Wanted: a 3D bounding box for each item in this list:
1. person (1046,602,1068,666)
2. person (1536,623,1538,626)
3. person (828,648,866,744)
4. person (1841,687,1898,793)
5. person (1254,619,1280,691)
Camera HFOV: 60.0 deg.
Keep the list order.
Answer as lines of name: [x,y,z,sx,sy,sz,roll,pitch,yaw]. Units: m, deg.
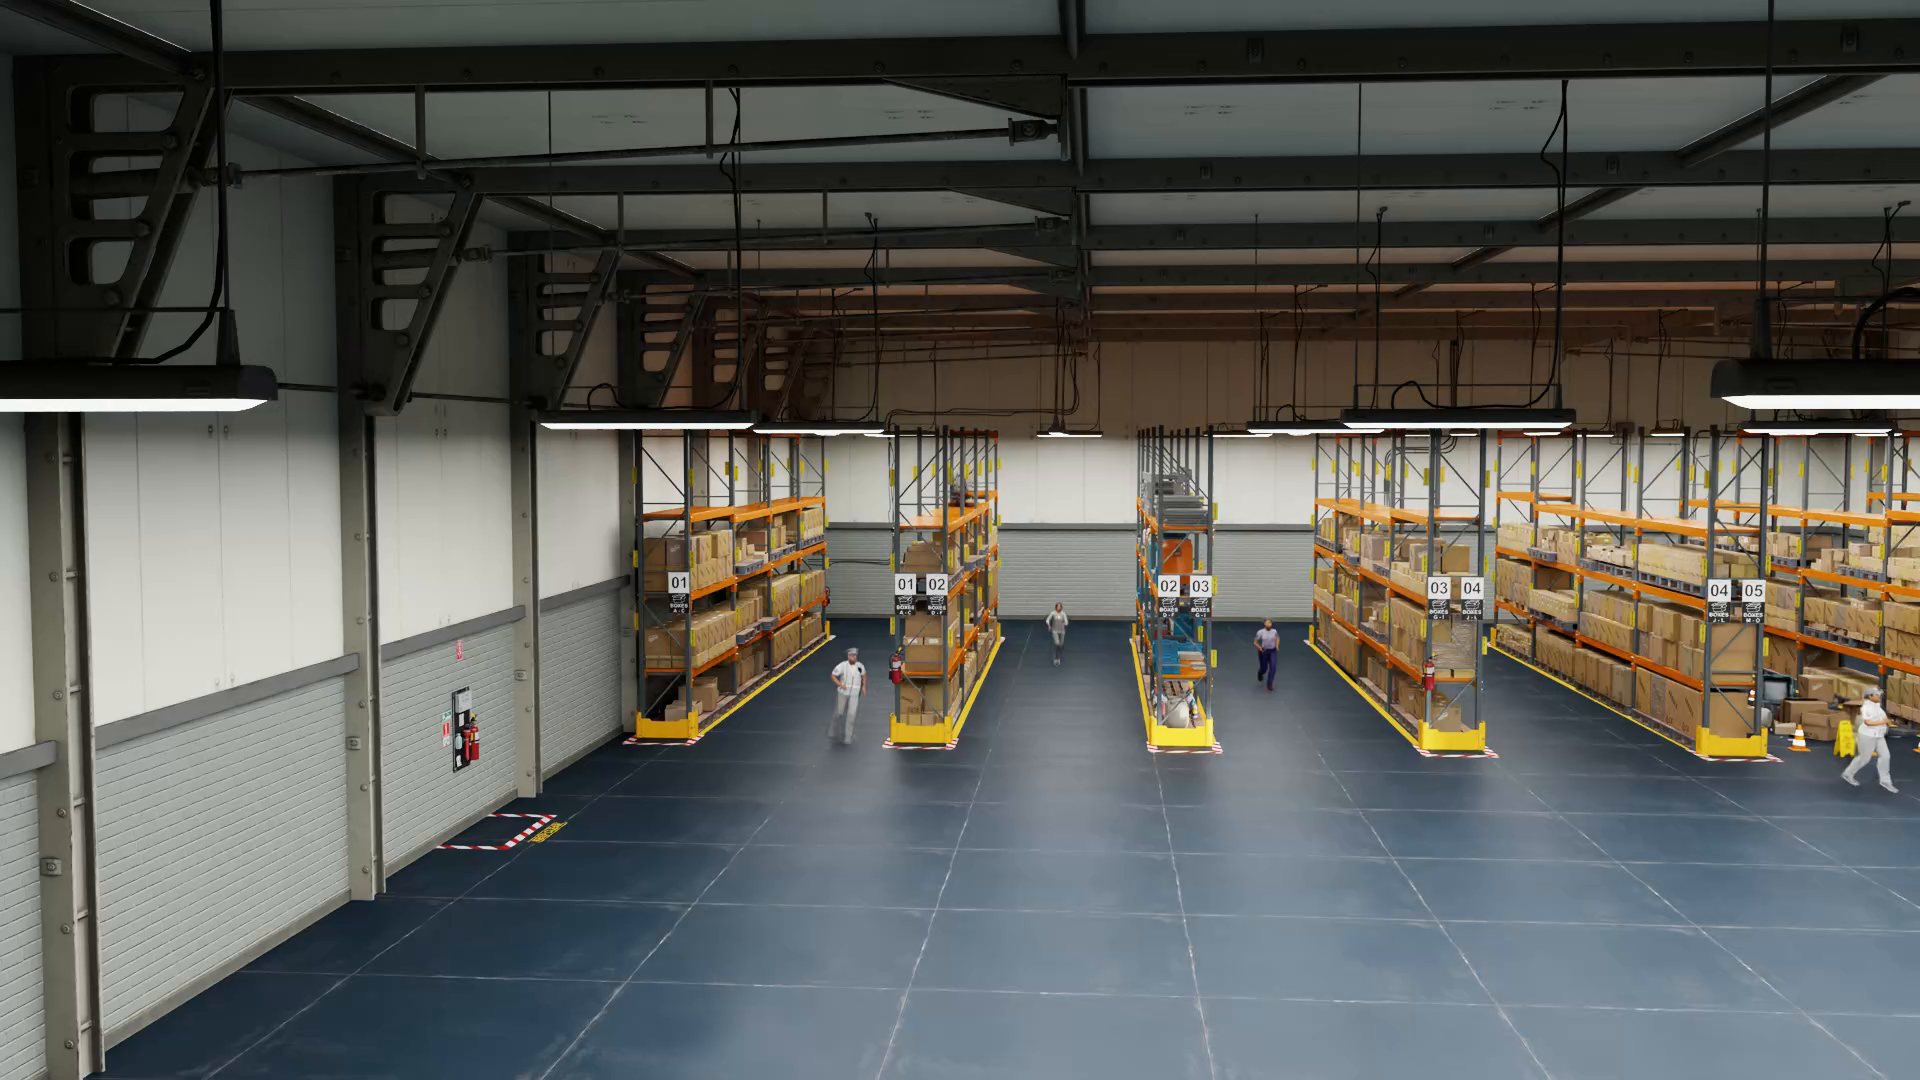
person: [2.489,2.387,42.211,0.503,1.617,0.682,-1,4,-13]
person: [16.377,2.054,47.289,0.546,1.763,0.888,2,4,35]
person: [-2.110,2.935,31.678,0.737,1.766,0.965,-1,4,-15]
person: [14.887,3.246,27.189,0.594,1.708,0.819,-3,5,-41]
person: [7.100,2.627,38.382,0.616,1.631,0.764,0,3,-3]
